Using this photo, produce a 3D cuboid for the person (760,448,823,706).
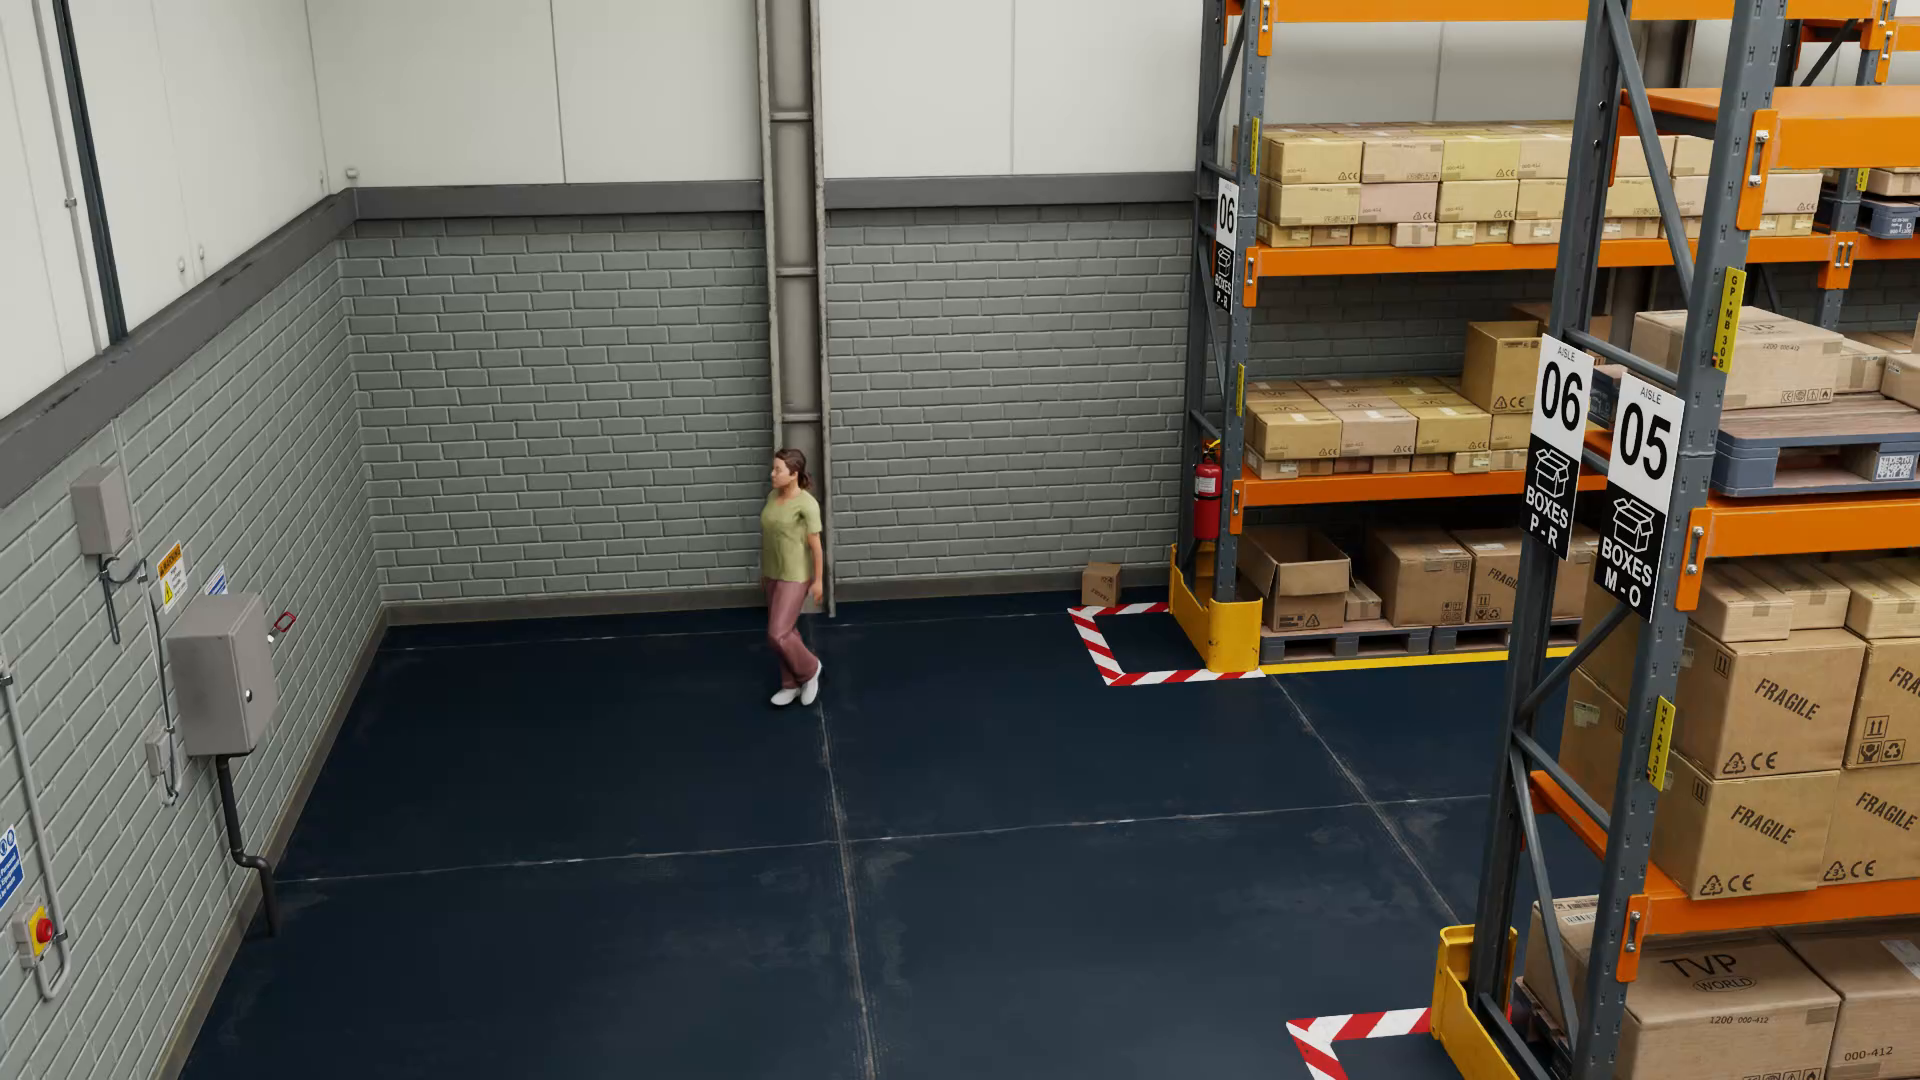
[{"bbox_3d":[-1.092,0.248,10.319,0.465,1.665,0.479,-19,27,-41],"label":"person"}]
